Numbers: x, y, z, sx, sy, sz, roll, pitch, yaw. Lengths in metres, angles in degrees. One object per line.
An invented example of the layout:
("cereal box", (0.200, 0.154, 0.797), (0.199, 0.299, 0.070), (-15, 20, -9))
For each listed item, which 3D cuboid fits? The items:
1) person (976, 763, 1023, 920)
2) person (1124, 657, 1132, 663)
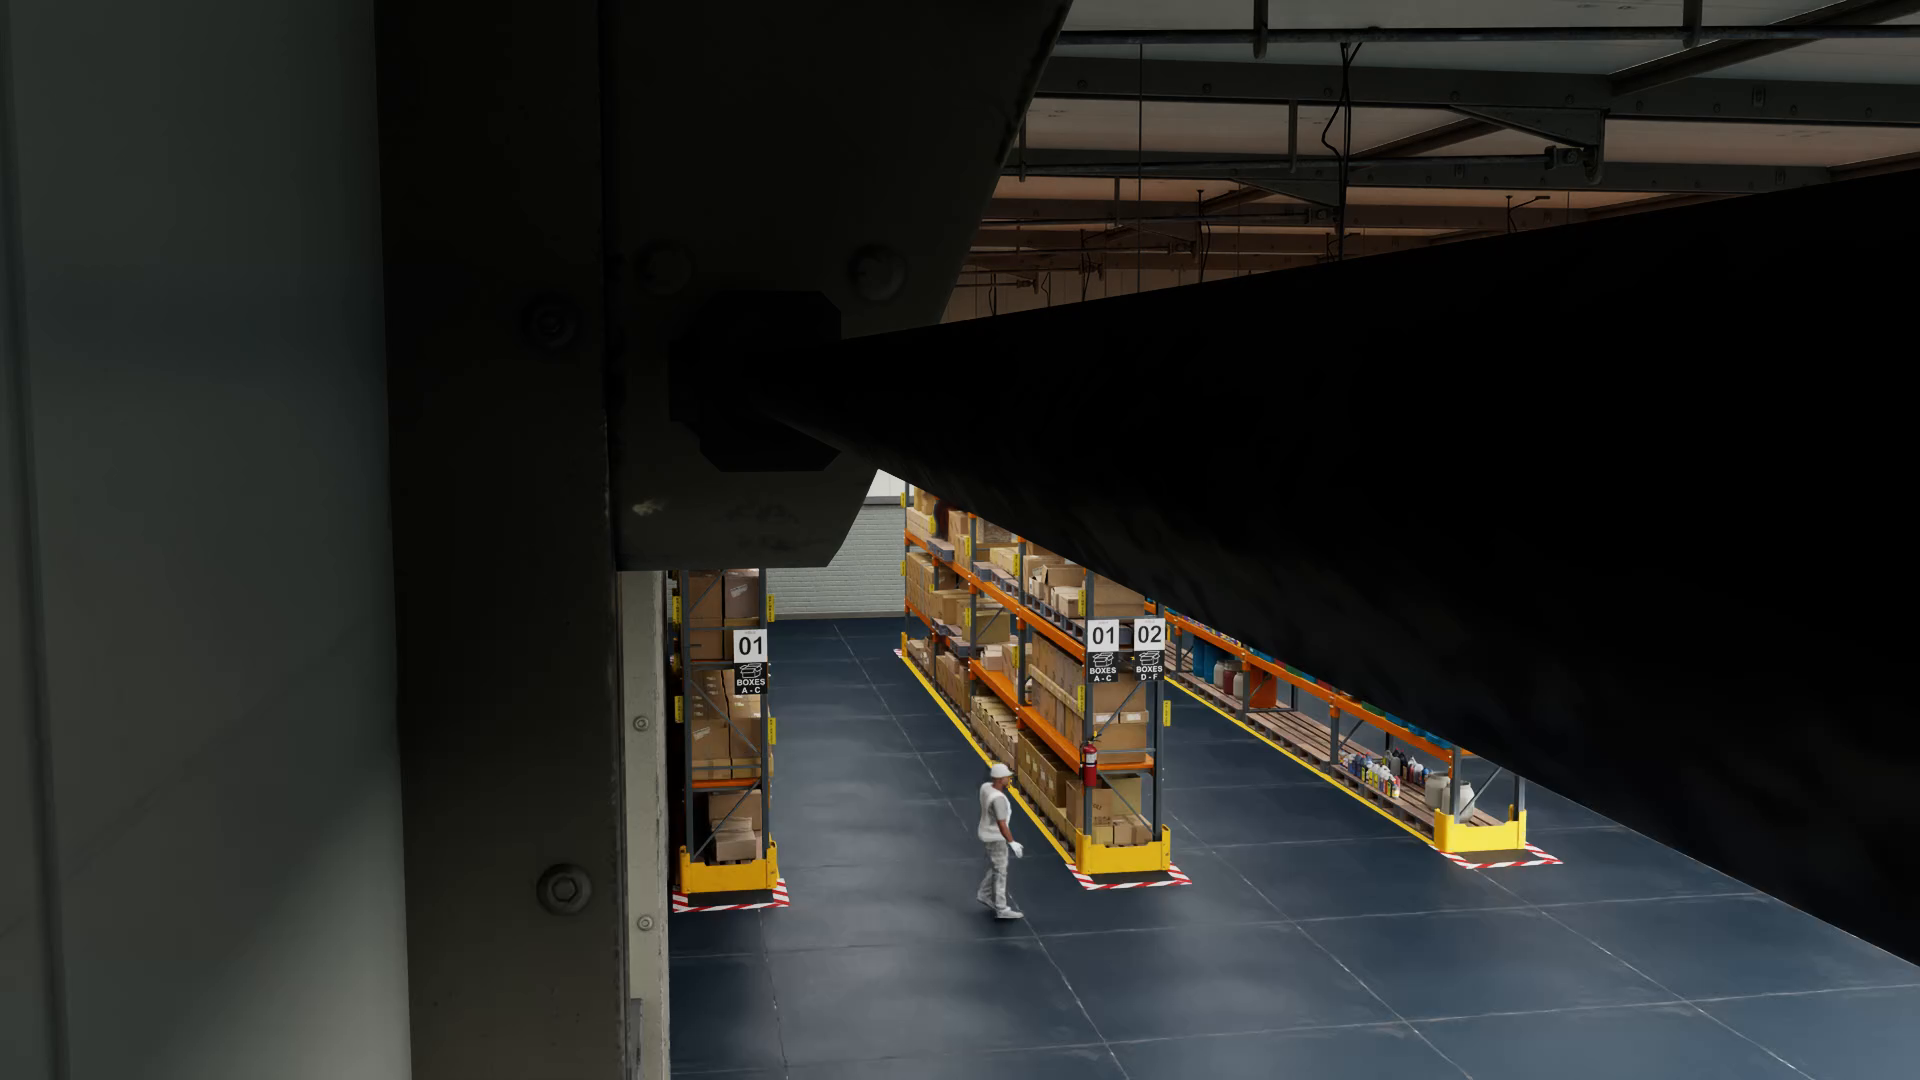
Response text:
("person", (0.444, 3.455, 19.226), (0.506, 1.783, 0.703), (-1, 6, -10))
("person", (3.258, 1.979, 32.986), (0.597, 1.745, 0.594), (1, 6, 9))
